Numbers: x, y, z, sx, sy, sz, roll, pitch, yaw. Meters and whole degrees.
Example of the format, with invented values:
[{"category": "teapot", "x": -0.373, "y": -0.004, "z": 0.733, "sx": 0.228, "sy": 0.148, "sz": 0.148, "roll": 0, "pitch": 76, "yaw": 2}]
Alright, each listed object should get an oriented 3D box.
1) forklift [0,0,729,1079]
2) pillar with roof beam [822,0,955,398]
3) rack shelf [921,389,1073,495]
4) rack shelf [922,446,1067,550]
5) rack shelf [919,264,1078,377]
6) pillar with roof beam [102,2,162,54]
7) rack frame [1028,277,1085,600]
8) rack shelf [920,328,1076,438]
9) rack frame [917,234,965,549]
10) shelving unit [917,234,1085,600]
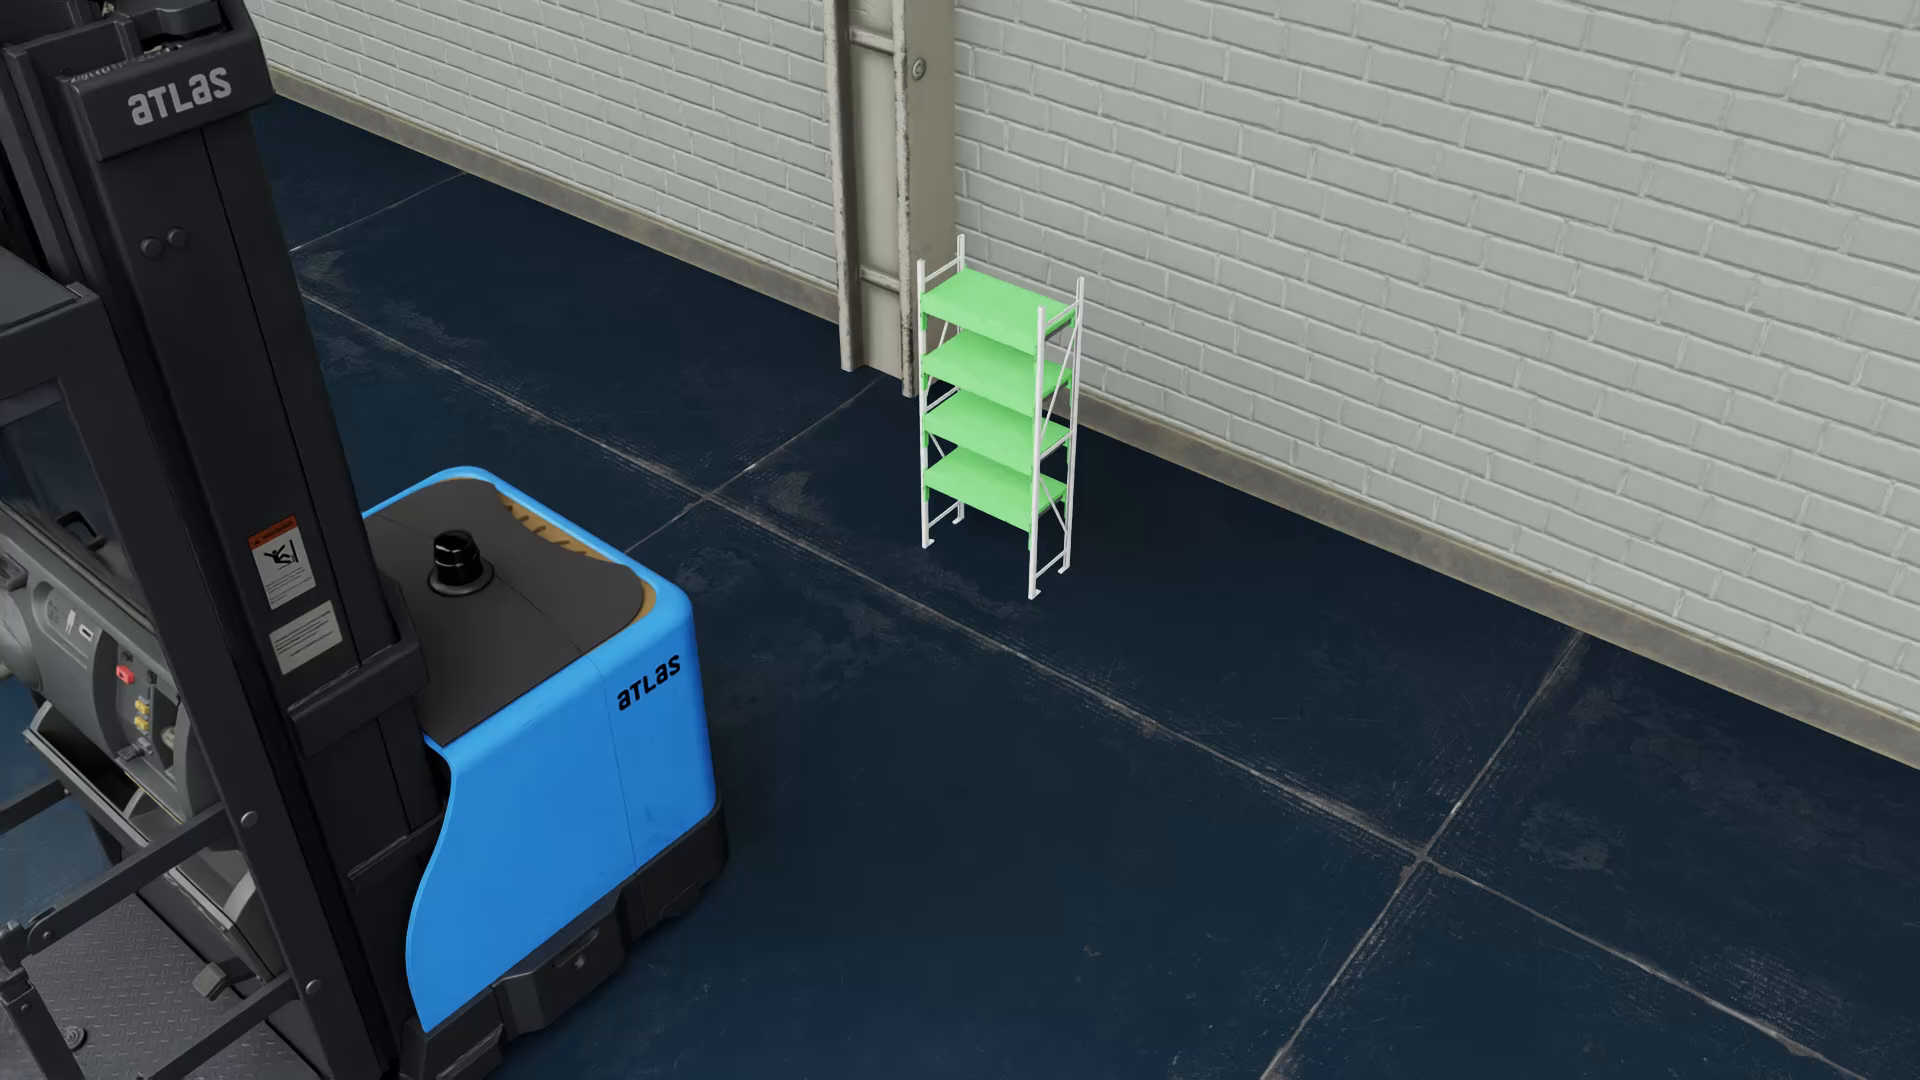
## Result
[{"category": "forklift", "x": -2.020, "y": 0.338, "z": 3.441, "sx": 1.130, "sy": 2.935, "sz": 3.031, "roll": 27, "pitch": 46, "yaw": 31}, {"category": "pillar with roof beam", "x": -2.883, "y": -2.181, "z": 1.736, "sx": 0.400, "sy": 9.000, "sz": 9.100, "roll": 25, "pitch": 45, "yaw": 29}, {"category": "rack shelf", "x": 0.131, "y": -0.360, "z": 5.840, "sx": 0.480, "sy": 0.148, "sz": 0.258, "roll": 25, "pitch": 45, "yaw": 29}, {"category": "rack shelf", "x": 0.131, "y": -0.171, "z": 5.988, "sx": 0.480, "sy": 0.148, "sz": 0.258, "roll": 25, "pitch": 45, "yaw": 29}, {"category": "rack shelf", "x": 0.131, "y": -0.738, "z": 5.544, "sx": 0.480, "sy": 0.148, "sz": 0.258, "roll": 25, "pitch": 45, "yaw": 29}, {"category": "pillar with roof beam", "x": -7.648, "y": -4.428, "z": 4.606, "sx": 0.400, "sy": 9.000, "sz": 9.100, "roll": 25, "pitch": 45, "yaw": 29}, {"category": "rack frame", "x": 0.325, "y": -0.319, "z": 5.684, "sx": 0.015, "sy": 1.200, "sz": 0.240, "roll": 25, "pitch": 45, "yaw": 29}, {"category": "rack shelf", "x": 0.131, "y": -0.549, "z": 5.692, "sx": 0.480, "sy": 0.148, "sz": 0.258, "roll": 25, "pitch": 45, "yaw": 29}, {"category": "rack frame", "x": -0.062, "y": -0.502, "z": 5.918, "sx": 0.015, "sy": 1.200, "sz": 0.240, "roll": 25, "pitch": 45, "yaw": 29}, {"category": "shelving unit", "x": 0.131, "y": -0.410, "z": 5.801, "sx": 0.503, "sy": 1.200, "sz": 0.258, "roll": 25, "pitch": 45, "yaw": 29}]
